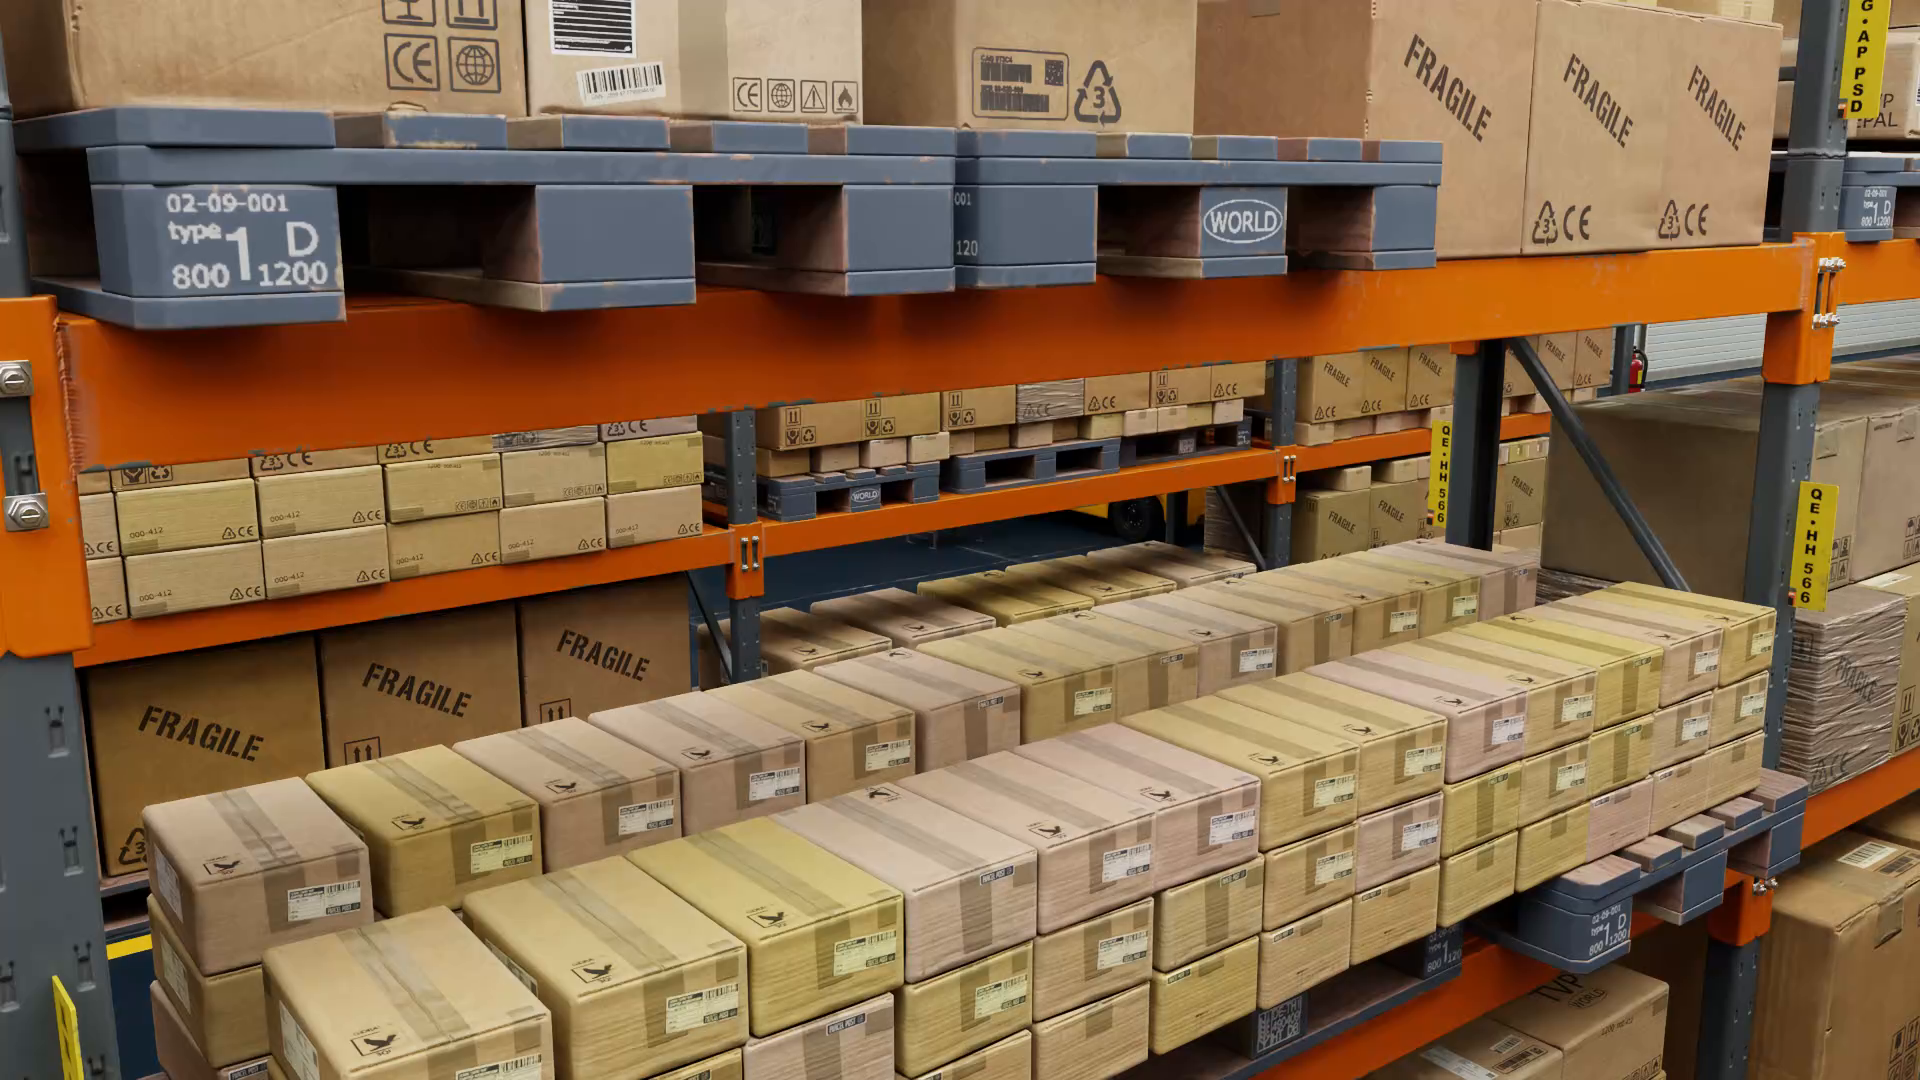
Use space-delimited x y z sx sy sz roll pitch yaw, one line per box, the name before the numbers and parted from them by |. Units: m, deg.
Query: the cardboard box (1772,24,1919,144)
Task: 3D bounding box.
cardboard box | 2.523 -1.279 4.671 0.500 0.311 0.500 -9 15 -38

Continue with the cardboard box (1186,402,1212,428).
cardboard box | 1.326 -0.791 10.226 0.250 0.149 0.380 -10 16 -39

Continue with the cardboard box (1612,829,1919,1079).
cardboard box | 2.352 1.288 5.246 0.750 0.750 1.050 -10 15 -38

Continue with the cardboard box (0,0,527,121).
cardboard box | -0.938 -0.776 2.090 0.500 0.500 0.700 -9 15 -38

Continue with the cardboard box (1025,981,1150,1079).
cardboard box | 0.098 0.783 2.812 0.250 0.149 0.380 -10 16 -40

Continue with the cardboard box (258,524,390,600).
cardboard box | -2.756 0.051 7.027 0.500 0.250 0.500 -10 15 -39

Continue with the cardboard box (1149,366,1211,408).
cardboard box | 1.169 -1.089 10.070 0.500 0.500 0.500 -9 15 -37

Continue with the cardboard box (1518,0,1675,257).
cardboard box | 1.151 -0.876 3.572 0.500 0.500 0.500 -9 15 -38

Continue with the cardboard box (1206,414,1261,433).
cardboard box | 1.833 -0.820 11.372 0.250 0.149 0.380 -10 15 -38

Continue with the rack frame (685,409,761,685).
rack frame | -1.351 -0.332 8.472 0.127 3.000 1.000 -9 15 -38

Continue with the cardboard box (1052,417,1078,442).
cardboard box | 0.468 -0.675 9.679 0.250 0.149 0.380 -10 16 -40

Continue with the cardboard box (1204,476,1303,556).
cardboard box | 2.067 -0.199 11.647 0.500 0.500 0.500 -10 15 -38

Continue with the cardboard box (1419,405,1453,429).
cardboard box | 3.224 -0.882 11.664 0.250 0.149 0.380 -9 15 -37

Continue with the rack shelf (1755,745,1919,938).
rack shelf | 3.382 0.550 6.050 4.000 0.370 1.077 -9 15 -38

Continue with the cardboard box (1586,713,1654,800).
cardboard box | 1.308 0.437 3.727 0.250 0.149 0.380 -9 15 -36

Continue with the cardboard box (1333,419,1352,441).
cardboard box | 2.384 -0.758 11.084 0.250 0.149 0.380 -9 15 -36

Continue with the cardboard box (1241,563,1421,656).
cardboard box | 0.936 0.179 4.226 0.250 0.149 0.380 -10 15 -38

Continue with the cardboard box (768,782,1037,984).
cardboard box | -0.096 0.524 2.599 0.250 0.149 0.380 -10 15 -38

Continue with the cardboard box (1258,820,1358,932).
cardboard box | 0.512 0.569 3.107 0.250 0.149 0.380 -10 15 -39

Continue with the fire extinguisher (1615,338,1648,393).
fire extinguisher | 5.274 -1.273 13.087 0.183 0.674 0.296 -9 15 -38

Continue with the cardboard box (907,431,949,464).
cardboard box | -0.269 -0.518 8.942 0.250 0.149 0.380 -9 15 -37

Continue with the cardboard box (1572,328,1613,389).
cardboard box | 4.645 -1.450 12.777 0.500 0.500 0.500 -10 15 -39

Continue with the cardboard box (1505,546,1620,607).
cardboard box | 2.005 0.307 5.223 0.500 0.500 0.500 -9 15 -38

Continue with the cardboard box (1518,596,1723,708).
cardboard box | 1.527 0.254 3.872 0.250 0.149 0.380 -10 15 -38

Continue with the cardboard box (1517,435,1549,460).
cardboard box | 4.189 -0.710 12.493 0.250 0.149 0.380 -9 15 -36

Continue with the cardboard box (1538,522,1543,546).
cardboard box | 4.414 -0.079 12.888 0.500 0.250 0.500 -10 15 -38

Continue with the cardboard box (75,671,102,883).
cardboard box | -4.040 0.927 6.645 0.875 0.875 0.875 -9 15 -36

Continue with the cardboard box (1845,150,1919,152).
cardboard box | 3.351 -1.509 5.864 0.258 0.266 0.396 -9 15 -38

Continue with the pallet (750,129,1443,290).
pallet | 0.054 -0.597 2.948 1.003 0.211 1.213 -9 15 -38

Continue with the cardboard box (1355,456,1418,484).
cardboard box | 2.937 -0.502 11.513 0.250 0.149 0.380 -9 15 -35

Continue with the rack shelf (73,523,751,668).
rack shelf | -2.912 0.279 7.324 4.000 0.370 1.077 -9 15 -38

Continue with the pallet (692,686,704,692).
pallet | -0.739 0.931 9.238 1.213 0.211 1.003 -9 15 -38

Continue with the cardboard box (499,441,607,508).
cardboard box | -1.968 -0.332 7.629 0.500 0.250 0.500 -10 16 -39

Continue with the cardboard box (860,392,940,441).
cardboard box | -0.452 -0.822 8.809 0.500 0.500 0.500 -8 15 -35

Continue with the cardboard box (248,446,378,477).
cardboard box | -2.778 -0.565 6.920 0.500 0.500 0.500 -10 15 -39

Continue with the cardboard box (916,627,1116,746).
cardboard box | 0.116 0.315 3.585 0.250 0.149 0.380 -10 15 -38

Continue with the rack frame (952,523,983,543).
rack frame | 0.061 -1.037 13.959 0.015 2.100 0.400 -9 15 -38

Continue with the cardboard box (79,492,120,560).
cardboard box | -3.565 -0.068 6.385 0.500 0.250 0.500 -9 15 -37

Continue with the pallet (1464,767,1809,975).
pallet | 1.331 0.661 4.256 1.003 0.211 1.213 -9 15 -38

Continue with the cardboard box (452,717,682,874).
cardboard box | -0.699 0.451 2.945 0.250 0.149 0.380 -10 16 -39

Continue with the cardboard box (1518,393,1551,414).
cardboard box | 4.214 -1.045 12.434 0.250 0.149 0.380 -9 15 -37

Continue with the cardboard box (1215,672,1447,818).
cardboard box | 0.713 0.389 3.235 0.250 0.149 0.380 -9 15 -35

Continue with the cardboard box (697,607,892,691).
cardboard box | -0.903 0.676 9.039 0.625 0.372 0.950 -11 16 -41

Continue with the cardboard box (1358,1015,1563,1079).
cardboard box | 1.063 1.307 3.956 0.500 0.250 0.500 -9 15 -37

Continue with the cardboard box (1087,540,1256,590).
cardboard box | 1.365 0.297 10.823 0.625 0.372 0.950 -9 15 -37

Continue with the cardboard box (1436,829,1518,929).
cardboard box | 0.921 0.646 3.460 0.250 0.149 0.380 -10 16 -40

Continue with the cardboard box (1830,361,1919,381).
cardboard box | 3.370 -0.336 5.843 0.500 0.500 0.700 -10 15 -38

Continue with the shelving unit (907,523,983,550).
shelving unit | -0.129 -1.006 13.810 0.503 2.100 0.431 -9 15 -38

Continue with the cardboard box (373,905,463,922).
cardboard box | -0.910 0.630 2.816 0.250 0.149 0.380 -9 15 -37

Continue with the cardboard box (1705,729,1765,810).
cardboard box | 1.723 0.514 4.083 0.250 0.149 0.380 -9 15 -37

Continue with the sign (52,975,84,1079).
sign | -0.958 0.640 1.809 0.005 0.325 0.100 -9 15 -38

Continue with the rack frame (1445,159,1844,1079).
rack frame | 1.821 0.457 4.753 0.127 3.000 1.000 -9 15 -38

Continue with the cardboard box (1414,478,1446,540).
cardboard box | 3.219 -0.250 11.886 0.500 0.500 0.500 -8 15 -35

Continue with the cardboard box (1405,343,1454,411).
cardboard box | 3.068 -1.190 11.552 0.500 0.500 0.500 -10 15 -38

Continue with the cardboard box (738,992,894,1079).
cardboard box | -0.305 0.704 2.467 0.250 0.149 0.380 -9 15 -36
